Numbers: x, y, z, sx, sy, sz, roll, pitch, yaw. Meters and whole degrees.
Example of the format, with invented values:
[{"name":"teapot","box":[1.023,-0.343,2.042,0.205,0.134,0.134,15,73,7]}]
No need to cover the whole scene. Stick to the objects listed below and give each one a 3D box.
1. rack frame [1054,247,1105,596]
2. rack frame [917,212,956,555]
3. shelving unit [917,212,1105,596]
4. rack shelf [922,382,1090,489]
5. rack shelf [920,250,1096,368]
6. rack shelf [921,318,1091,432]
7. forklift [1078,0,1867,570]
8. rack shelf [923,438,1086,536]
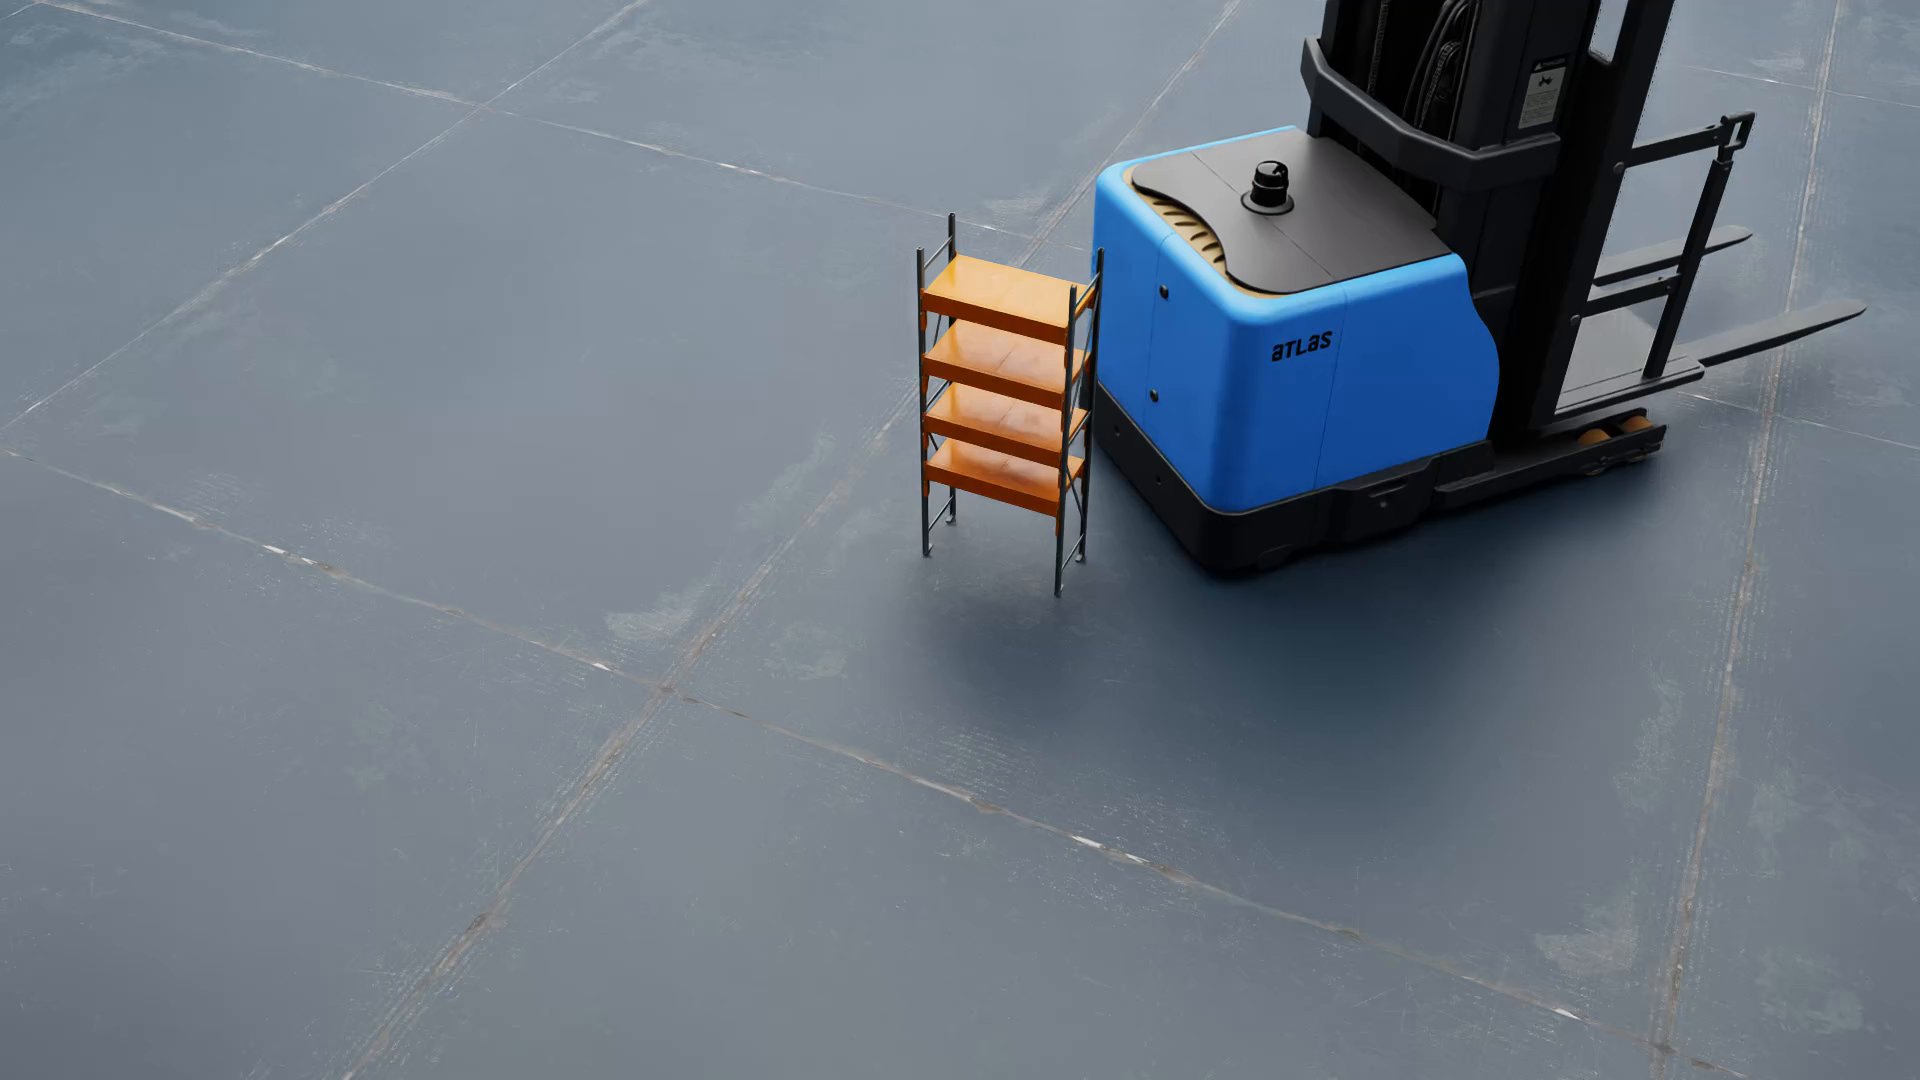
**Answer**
[{"name":"rack frame","box":[0.371,-0.340,5.226,0.015,1.200,0.240,17,44,19]},{"name":"rack frame","box":[-0.071,-0.475,5.382,0.015,1.200,0.240,17,44,19]},{"name":"shelving unit","box":[0.150,-0.408,5.304,0.503,1.200,0.258,17,44,19]},{"name":"rack shelf","box":[0.150,-0.357,5.348,0.480,0.148,0.258,17,44,19]},{"name":"rack shelf","box":[0.150,-0.705,5.047,0.480,0.148,0.258,17,44,19]},{"name":"rack shelf","box":[0.150,-0.526,5.202,0.480,0.148,0.258,17,44,19]},{"name":"forklift","box":[2.004,-1.643,5.408,3.031,2.935,1.130,-16,43,-18]},{"name":"rack shelf","box":[0.150,-0.207,5.478,0.480,0.148,0.258,17,44,19]}]
